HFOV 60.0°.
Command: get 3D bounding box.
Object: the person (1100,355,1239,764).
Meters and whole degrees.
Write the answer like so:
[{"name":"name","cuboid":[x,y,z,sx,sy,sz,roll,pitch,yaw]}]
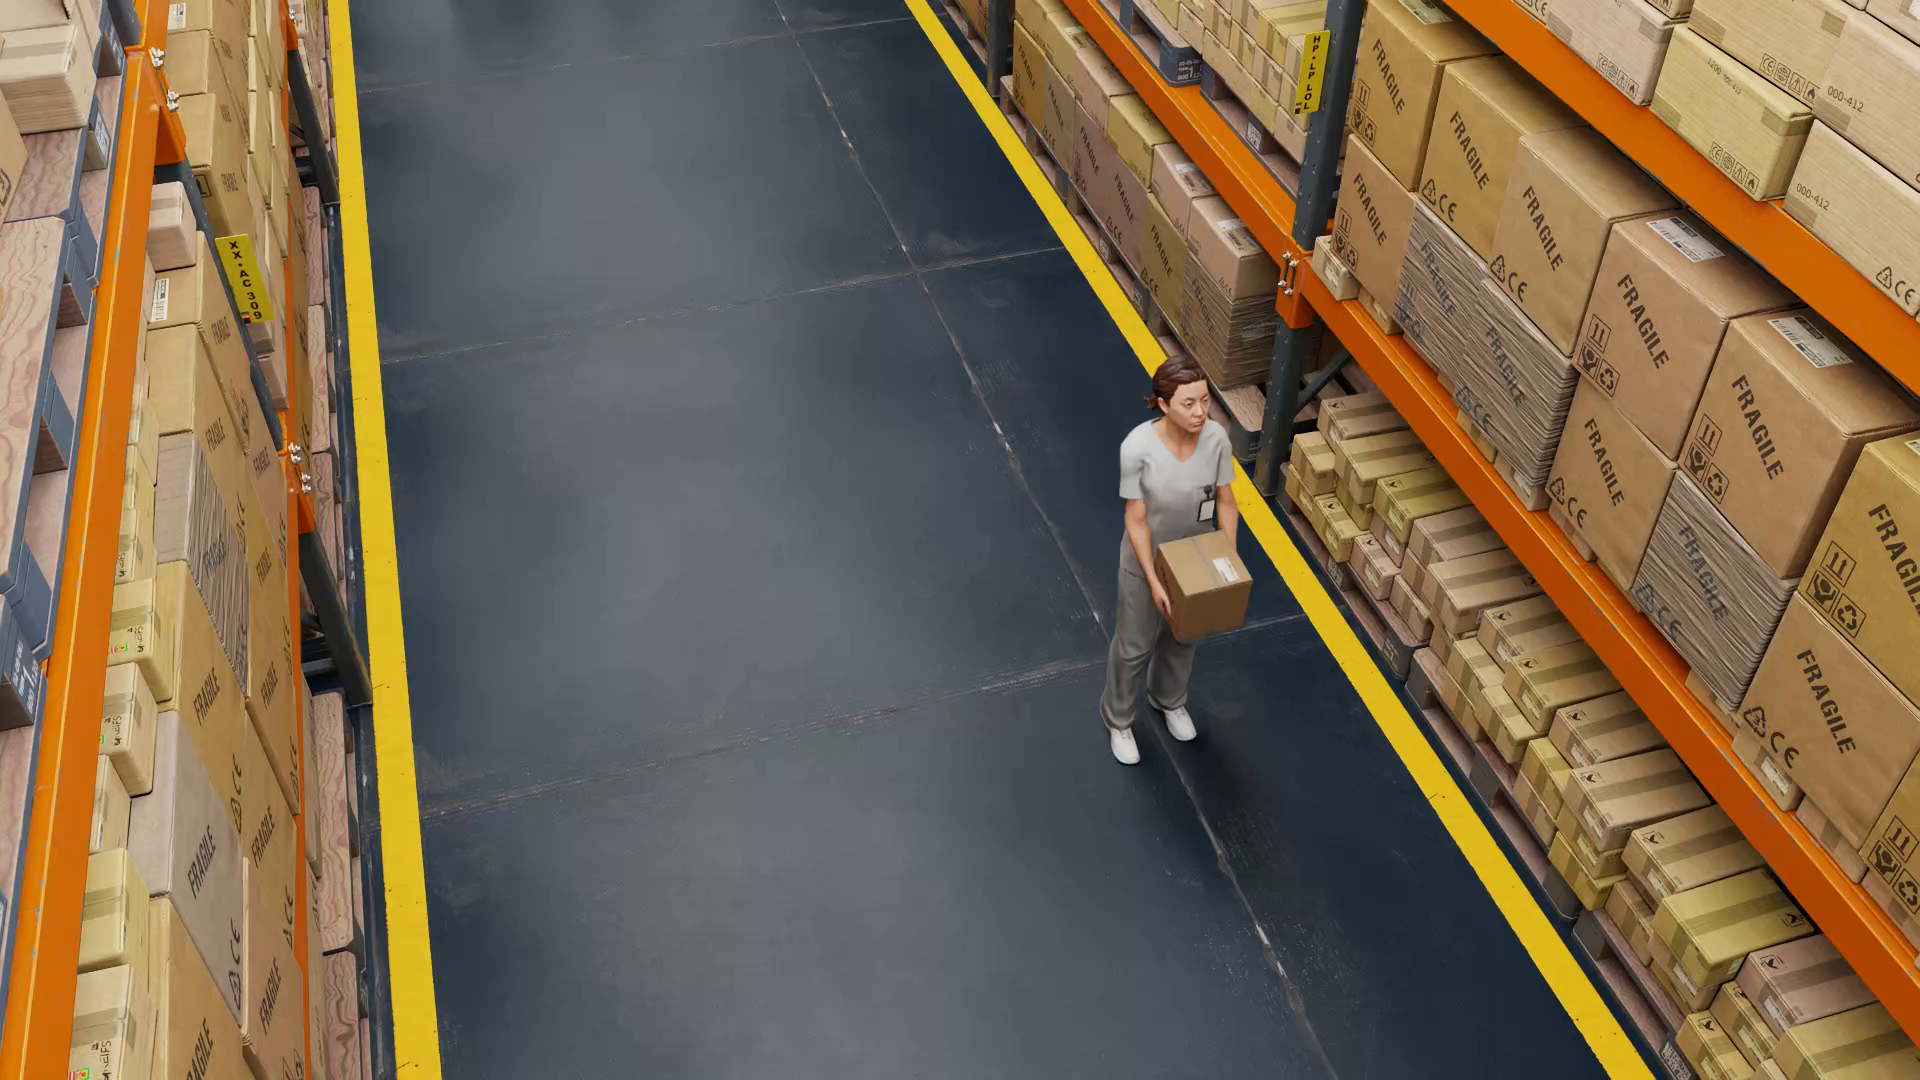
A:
[{"name":"person","cuboid":[0.780,0.101,6.049,0.452,1.676,0.534,-12,44,-13]}]
